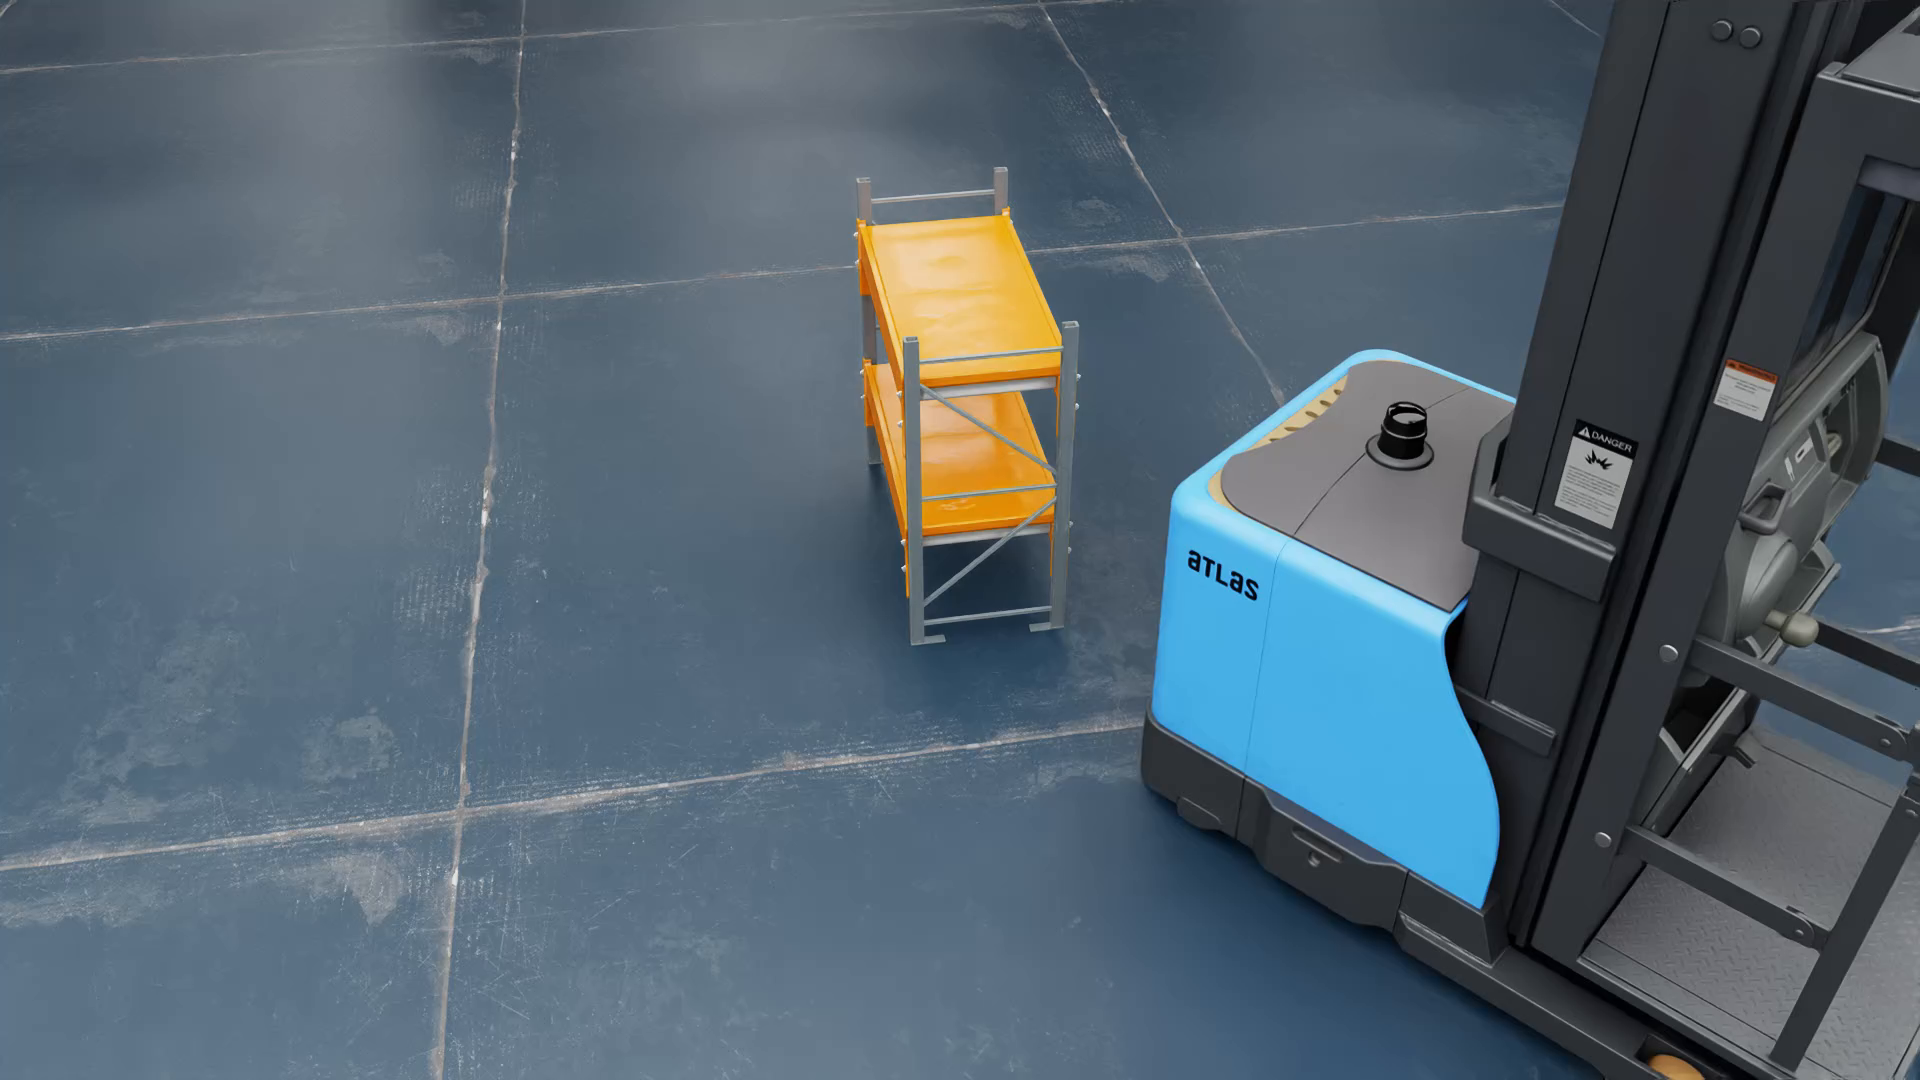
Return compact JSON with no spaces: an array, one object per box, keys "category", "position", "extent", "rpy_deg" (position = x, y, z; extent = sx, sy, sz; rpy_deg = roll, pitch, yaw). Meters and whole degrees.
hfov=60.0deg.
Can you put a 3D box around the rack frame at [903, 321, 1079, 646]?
[{"category":"rack frame","position":[0.088,-0.141,5.015],"extent":[0.500,1.125,0.032],"rpy_deg":[-6,38,-8]}]

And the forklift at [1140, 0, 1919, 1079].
[{"category":"forklift","position":[1.954,-0.054,3.430],"extent":[3.031,2.935,1.130],"rpy_deg":[29,46,32]}]

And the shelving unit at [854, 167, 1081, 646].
[{"category":"shelving unit","position":[-0.001,-0.448,5.410],"extent":[0.538,1.125,1.048],"rpy_deg":[-6,38,-8]}]

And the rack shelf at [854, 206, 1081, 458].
[{"category":"rack shelf","position":[-0.001,-0.679,5.231],"extent":[0.538,0.278,1.000],"rpy_deg":[-6,38,-8]}]

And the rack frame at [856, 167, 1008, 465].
[{"category":"rack frame","position":[-0.090,-0.755,5.805],"extent":[0.500,1.125,0.032],"rpy_deg":[-6,38,-8]}]

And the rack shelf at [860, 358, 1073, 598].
[{"category":"rack shelf","position":[-0.001,-0.255,5.560],"extent":[0.538,0.278,1.000],"rpy_deg":[-6,38,-8]}]
